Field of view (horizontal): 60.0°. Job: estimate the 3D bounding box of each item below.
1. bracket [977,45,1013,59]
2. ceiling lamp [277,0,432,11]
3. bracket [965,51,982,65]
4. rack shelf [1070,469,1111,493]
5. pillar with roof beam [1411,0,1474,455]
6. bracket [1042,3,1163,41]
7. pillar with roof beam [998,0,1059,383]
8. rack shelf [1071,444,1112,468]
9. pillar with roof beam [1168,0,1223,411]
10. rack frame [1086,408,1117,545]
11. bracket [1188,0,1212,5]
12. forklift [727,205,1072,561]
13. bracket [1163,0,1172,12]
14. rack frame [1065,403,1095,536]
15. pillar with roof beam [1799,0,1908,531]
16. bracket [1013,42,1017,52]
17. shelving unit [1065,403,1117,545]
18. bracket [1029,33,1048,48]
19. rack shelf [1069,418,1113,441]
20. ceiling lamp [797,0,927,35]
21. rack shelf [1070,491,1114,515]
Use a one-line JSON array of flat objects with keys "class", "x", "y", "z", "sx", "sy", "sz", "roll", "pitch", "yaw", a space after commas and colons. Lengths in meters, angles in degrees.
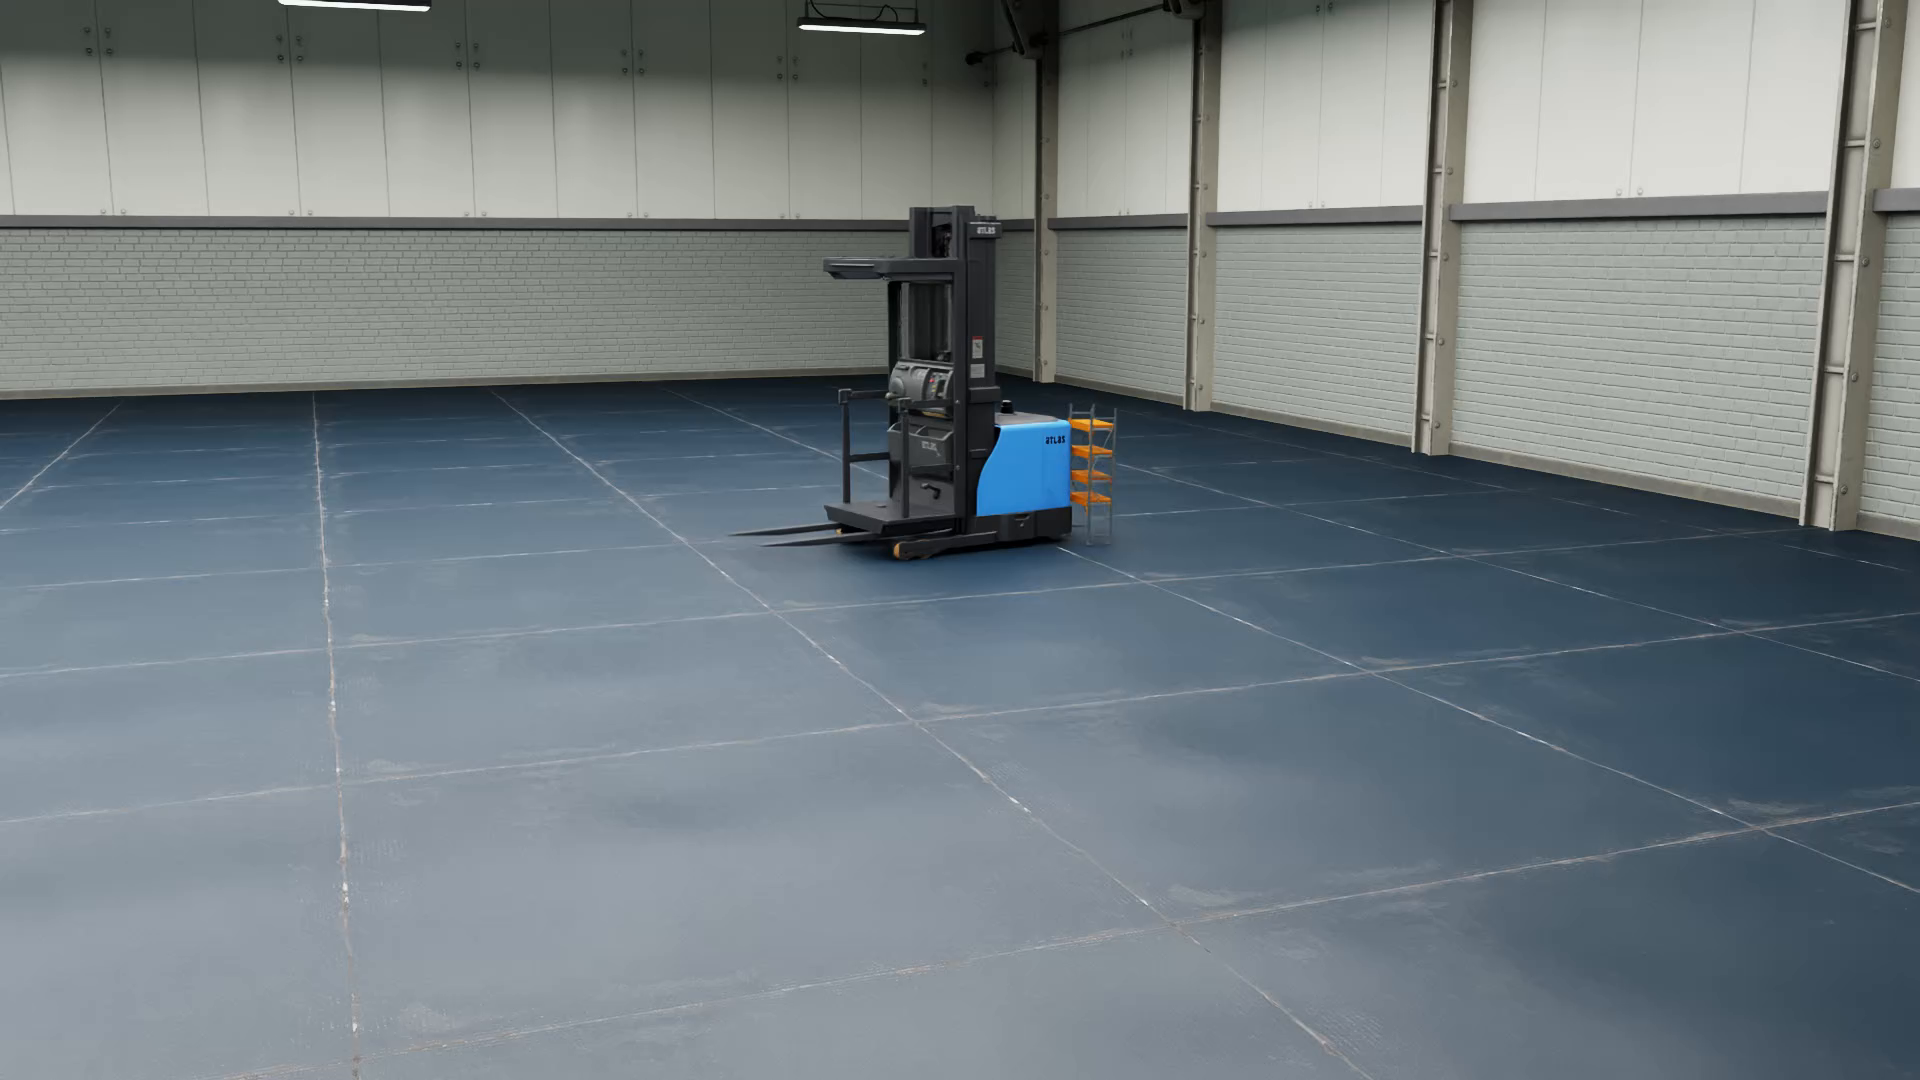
[{"class": "bracket", "x": 0.505, "y": -9.601, "z": 32.919, "sx": 0.076, "sy": 0.066, "sz": 3.189, "roll": -4, "pitch": 11, "yaw": -21}, {"class": "ceiling lamp", "x": -8.434, "y": -8.955, "z": 22.902, "sx": 2.000, "sy": 3.185, "sz": 0.800, "roll": -4, "pitch": 11, "yaw": -21}, {"class": "bracket", "x": 0.291, "y": -9.697, "z": 33.461, "sx": 0.235, "sy": 0.232, "sz": 0.430, "roll": -4, "pitch": 11, "yaw": -21}, {"class": "rack shelf", "x": 1.163, "y": -0.530, "z": 14.839, "sx": 0.258, "sy": 0.148, "sz": 0.480, "roll": -2, "pitch": 10, "yaw": -18}, {"class": "pillar with roof beam", "x": 1.967, "y": -5.261, "z": 18.800, "sx": 9.100, "sy": 9.000, "sz": 0.400, "roll": -4, "pitch": 11, "yaw": -21}, {"class": "bracket", "x": 2.384, "y": -8.754, "z": 28.160, "sx": 0.076, "sy": 0.066, "sz": 4.783, "roll": -4, "pitch": 11, "yaw": -21}, {"class": "pillar with roof beam", "x": -2.382, "y": -7.219, "z": 29.811, "sx": 9.100, "sy": 9.000, "sz": 0.548, "roll": -4, "pitch": 11, "yaw": -21}, {"class": "rack shelf", "x": 1.168, "y": -0.750, "z": 14.801, "sx": 0.258, "sy": 0.148, "sz": 0.480, "roll": -2, "pitch": 10, "yaw": -18}, {"class": "pillar with roof beam", "x": -0.208, "y": -6.240, "z": 24.306, "sx": 9.100, "sy": 9.000, "sz": 0.548, "roll": -4, "pitch": 11, "yaw": -21}, {"class": "rack frame", "x": 1.241, "y": -0.556, "z": 14.599, "sx": 0.240, "sy": 1.200, "sz": 0.015, "roll": -2, "pitch": 10, "yaw": -18}, {"class": "bracket", "x": 3.624, "y": -8.195, "z": 25.019, "sx": 0.235, "sy": 0.232, "sz": 0.430, "roll": -4, "pitch": 11, "yaw": -21}, {"class": "forklift", "x": -0.510, "y": -1.371, "z": 14.258, "sx": 3.031, "sy": 2.935, "sz": 1.130, "roll": -7, "pitch": 12, "yaw": -33}, {"class": "bracket", "x": 3.324, "y": -8.331, "z": 25.781, "sx": 0.235, "sy": 0.232, "sz": 0.430, "roll": -4, "pitch": 11, "yaw": -21}, {"class": "rack frame", "x": 1.089, "y": -0.637, "z": 15.056, "sx": 0.240, "sy": 1.200, "sz": 0.015, "roll": -2, "pitch": 10, "yaw": -18}, {"class": "pillar with roof beam", "x": 4.141, "y": -4.281, "z": 13.294, "sx": 9.100, "sy": 9.000, "sz": 0.400, "roll": -4, "pitch": 11, "yaw": -21}, {"class": "bracket", "x": 1.149, "y": -9.310, "z": 31.286, "sx": 0.235, "sy": 0.232, "sz": 0.430, "roll": -4, "pitch": 11, "yaw": -21}, {"class": "shelving unit", "x": 1.165, "y": -0.596, "z": 14.828, "sx": 0.258, "sy": 1.200, "sz": 0.503, "roll": -2, "pitch": 10, "yaw": -18}, {"class": "bracket", "x": 1.450, "y": -9.175, "z": 30.525, "sx": 0.235, "sy": 0.232, "sz": 0.430, "roll": -4, "pitch": 11, "yaw": -21}, {"class": "rack shelf", "x": 1.174, "y": -0.984, "z": 14.762, "sx": 0.258, "sy": 0.148, "sz": 0.480, "roll": -2, "pitch": 10, "yaw": -18}, {"class": "ceiling lamp", "x": -1.592, "y": -9.421, "z": 25.521, "sx": 2.000, "sy": 3.185, "sz": 0.800, "roll": -4, "pitch": 11, "yaw": -21}, {"class": "rack shelf", "x": 1.159, "y": -0.334, "z": 14.872, "sx": 0.258, "sy": 0.148, "sz": 0.480, "roll": -2, "pitch": 10, "yaw": -18}]
